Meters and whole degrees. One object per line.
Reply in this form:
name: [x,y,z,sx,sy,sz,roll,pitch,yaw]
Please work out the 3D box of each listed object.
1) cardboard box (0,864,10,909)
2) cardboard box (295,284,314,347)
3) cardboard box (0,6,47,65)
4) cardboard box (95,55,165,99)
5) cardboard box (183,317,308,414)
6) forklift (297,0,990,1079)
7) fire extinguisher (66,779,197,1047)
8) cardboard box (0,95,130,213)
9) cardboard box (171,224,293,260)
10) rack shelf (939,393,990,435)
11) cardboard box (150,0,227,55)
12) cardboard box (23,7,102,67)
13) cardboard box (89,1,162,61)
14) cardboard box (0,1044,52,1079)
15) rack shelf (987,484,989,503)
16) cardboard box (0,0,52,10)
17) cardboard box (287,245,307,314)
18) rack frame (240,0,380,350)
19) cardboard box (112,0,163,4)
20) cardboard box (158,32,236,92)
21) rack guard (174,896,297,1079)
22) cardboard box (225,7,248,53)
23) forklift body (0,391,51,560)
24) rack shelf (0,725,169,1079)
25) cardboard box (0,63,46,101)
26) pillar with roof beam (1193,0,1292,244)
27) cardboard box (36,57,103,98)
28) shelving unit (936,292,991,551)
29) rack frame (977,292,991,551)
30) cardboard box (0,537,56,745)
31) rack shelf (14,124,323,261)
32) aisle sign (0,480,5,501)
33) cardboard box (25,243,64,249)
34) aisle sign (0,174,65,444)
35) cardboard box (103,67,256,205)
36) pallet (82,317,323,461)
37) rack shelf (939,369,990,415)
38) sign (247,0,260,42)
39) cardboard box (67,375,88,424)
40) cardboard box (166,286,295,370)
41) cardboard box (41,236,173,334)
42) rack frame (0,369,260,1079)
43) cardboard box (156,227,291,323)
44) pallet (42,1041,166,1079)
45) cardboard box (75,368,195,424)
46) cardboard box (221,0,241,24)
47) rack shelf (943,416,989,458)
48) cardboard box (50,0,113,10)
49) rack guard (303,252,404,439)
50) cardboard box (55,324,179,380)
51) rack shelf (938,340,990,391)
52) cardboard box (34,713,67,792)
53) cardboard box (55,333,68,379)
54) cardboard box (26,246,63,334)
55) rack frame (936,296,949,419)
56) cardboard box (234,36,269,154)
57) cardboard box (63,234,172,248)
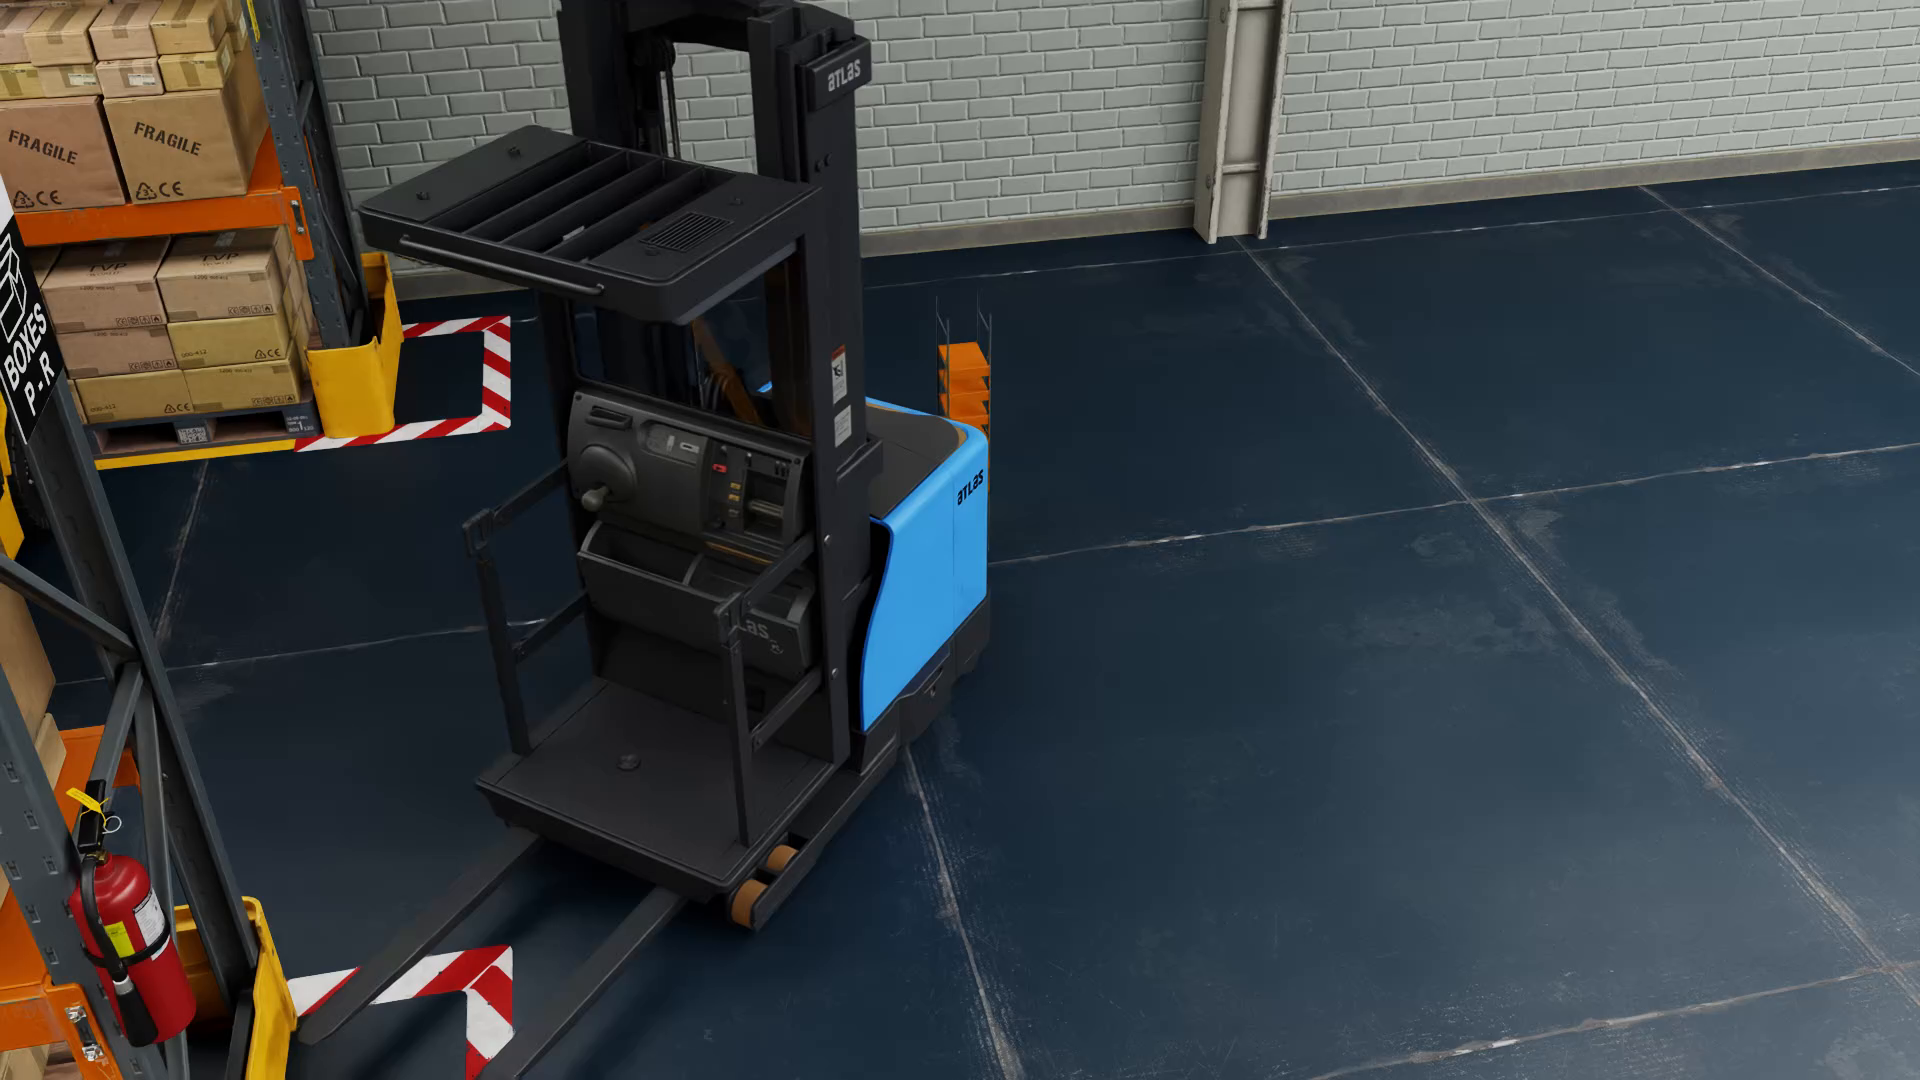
cardboard box: [-2.461,0.872,3.984,0.250,0.149,0.380,-6,34,-9]
cardboard box: [-3.765,-1.170,8.893,0.500,0.250,0.500,-7,35,-10]
cardboard box: [-4.287,-2.283,7.522,0.250,0.149,0.380,-7,34,-10]
cardboard box: [-3.761,-2.160,7.605,0.250,0.149,0.380,-7,34,-10]
cardboard box: [-3.631,-0.895,8.483,0.500,0.250,0.500,-7,34,-10]
forklift: [-1.017,-0.163,5.363,1.130,2.935,3.031,17,37,23]
fire extinguisher: [-1.930,0.874,3.825,0.183,0.674,0.296,-7,35,-11]
cardboard box: [-4.173,-1.871,7.757,0.500,0.500,0.500,-6,34,-9]
cardboard box: [-3.753,-1.583,8.611,0.500,0.250,0.500,-8,35,-11]
rack shelf: [0.014,-0.563,7.376,0.180,0.103,0.258,-7,35,-11]
cardboard box: [-3.545,-2.368,7.647,0.250,0.149,0.380,-7,35,-10]
cardboard box: [-4.028,-2.274,7.507,0.250,0.149,0.380,-6,34,-9]
cardboard box: [-3.779,-2.320,7.577,0.250,0.149,0.380,-7,35,-10]
cardboard box: [-2.992,1.522,4.881,0.500,0.250,0.500,-7,35,-11]
rack shelf: [0.014,-0.264,7.577,0.180,0.103,0.258,-7,35,-11]
cardboard box: [-4.379,-2.525,7.882,0.250,0.149,0.380,-7,34,-10]
cardboard box: [-3.747,-1.387,8.767,0.500,0.250,0.500,-7,34,-10]
rack frame: [-3.242,-2.092,8.175,0.127,3.000,1.000,-7,35,-11]
cardboard box: [-3.890,-2.602,7.997,0.250,0.149,0.380,-6,34,-9]
cardboard box: [-3.519,-2.208,7.676,0.250,0.149,0.380,-7,34,-10]
rack guard: [-2.218,1.653,4.838,0.348,0.500,1.175,-7,35,-11]
cardboard box: [-3.630,-2.502,8.115,0.250,0.149,0.380,-8,35,-12]
forklift body: [-4.689,-0.515,6.587,1.214,2.155,2.313,-7,35,-11]
rack shelf: [-4.094,1.150,3.990,4.000,0.370,1.077,-7,35,-11]
cardboard box: [-4.272,-2.137,7.571,0.250,0.149,0.380,-7,35,-11]
pillar with roof beam: [2.682,-3.385,4.718,0.400,9.000,9.100,-7,35,-11]
cardboard box: [-4.028,-2.162,7.607,0.250,0.149,0.380,-7,34,-10]
shelving unit: [0.014,-0.500,7.418,0.189,1.200,0.258,-7,35,-11]
rack frame: [0.103,-0.511,7.435,0.006,1.200,0.240,-7,35,-11]
cardboard box: [-2.667,0.348,4.183,0.500,0.500,0.500,-8,35,-11]
rack shelf: [-5.193,-1.547,8.009,4.000,0.370,1.077,-7,35,-11]
aisle sign: [-2.019,-0.324,3.208,0.004,0.787,0.394,-7,35,-11]
cardboard box: [-4.730,-1.464,8.434,0.500,0.250,0.500,-7,35,-11]
aisle sign: [-2.152,-0.650,3.694,0.004,0.787,0.394,-7,35,-11]
cardboard box: [-3.664,-1.930,7.845,0.500,0.500,0.500,-8,35,-12]
pallet: [-3.979,-0.817,8.778,1.213,0.211,1.003,-7,35,-11]
rack shelf: [0.014,-0.662,7.309,0.180,0.103,0.258,-7,35,-11]
sign: [-3.136,-2.374,7.345,0.005,0.325,0.100,-7,35,-11]
cardboard box: [-4.608,-0.782,8.315,0.500,0.250,0.500,-7,34,-10]
cardboard box: [-3.648,-1.102,8.343,0.500,0.250,0.500,-8,35,-11]
cardboard box: [-4.119,-1.248,8.111,0.500,0.250,0.500,-7,34,-10]
rack frame: [-2.144,0.605,4.156,0.127,3.000,1.000,-7,35,-11]
cardboard box: [-3.623,-1.314,8.209,0.500,0.250,0.500,-6,34,-9]
pallet: [-3.018,1.853,4.799,1.213,0.211,1.003,-7,35,-11]
cardboard box: [-4.118,-0.839,8.399,0.500,0.250,0.500,-7,35,-11]
cardboard box: [-3.617,-2.601,7.995,0.250,0.149,0.380,-8,35,-11]
rack shelf: [0.014,-0.463,7.443,0.180,0.103,0.258,-7,35,-11]
cardboard box: [-4.134,-2.547,7.915,0.250,0.149,0.380,-7,34,-10]
rack guard: [-3.219,-1.057,8.876,0.348,0.500,1.175,-7,35,-11]
cardboard box: [-4.140,-1.047,8.260,0.500,0.250,0.500,-8,35,-11]
rack shelf: [0.014,-0.762,7.242,0.180,0.103,0.258,-7,35,-11]
cardboard box: [-2.521,0.639,4.331,0.250,0.149,0.380,-7,35,-10]
cardboard box: [-4.639,-0.972,8.148,0.500,0.250,0.500,-8,35,-12]
cardboard box: [-4.609,-1.180,8.010,0.500,0.250,0.500,-7,34,-10]
rack frame: [-0.075,-0.489,7.402,0.006,1.200,0.240,-7,35,-11]
cardboard box: [-3.787,-2.223,8.282,0.500,0.500,0.500,-6,34,-9]
cardboard box: [-4.239,-1.520,8.517,0.500,0.250,0.500,-7,35,-10]
